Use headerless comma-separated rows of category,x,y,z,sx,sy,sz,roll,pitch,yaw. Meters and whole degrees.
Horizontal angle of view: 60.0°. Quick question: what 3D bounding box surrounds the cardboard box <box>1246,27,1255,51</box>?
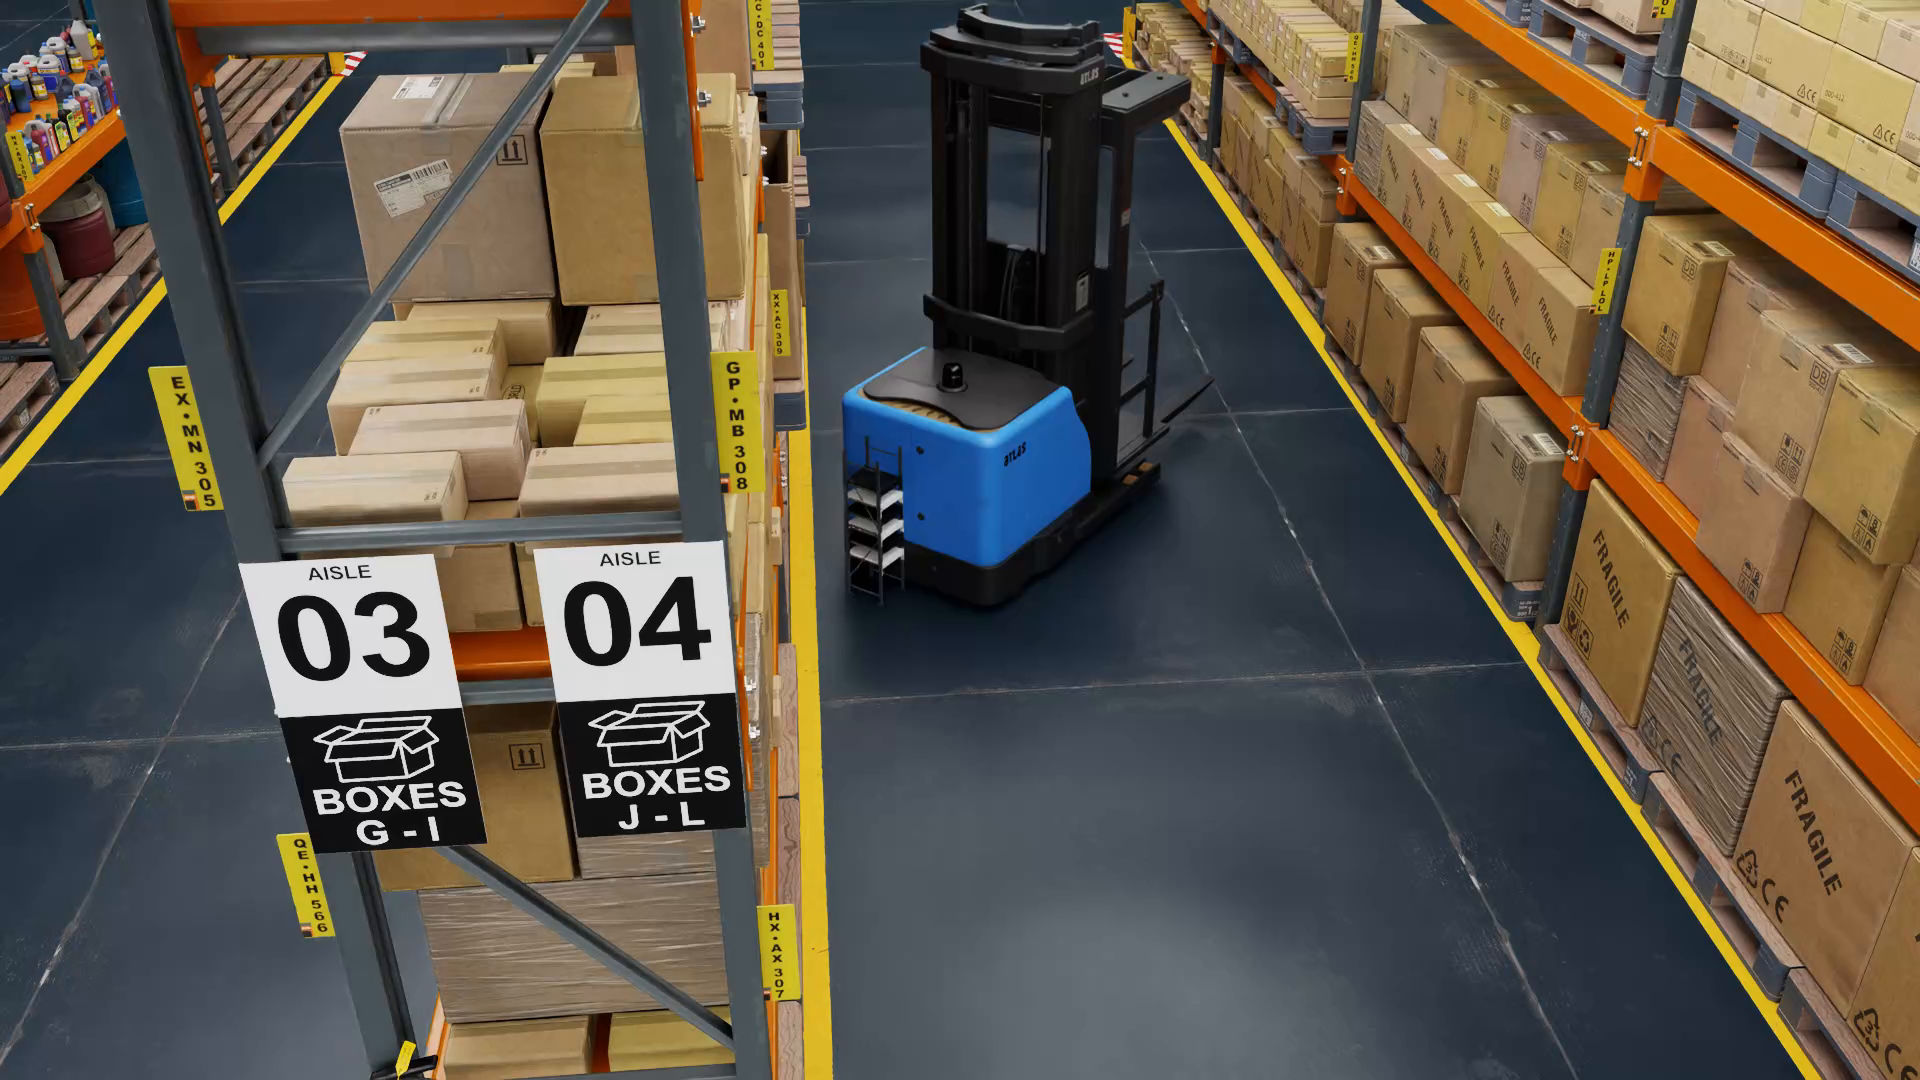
cardboard box,2.530,-4.047,13.437,0.380,0.149,0.250,-3,31,-5

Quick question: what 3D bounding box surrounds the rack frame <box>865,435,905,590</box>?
rack frame,-0.409,-0.141,9.110,0.240,0.900,0.006,19,36,29

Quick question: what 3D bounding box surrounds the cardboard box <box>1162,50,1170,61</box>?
cardboard box,2.359,-5.181,17.579,0.380,0.149,0.250,-4,31,-7

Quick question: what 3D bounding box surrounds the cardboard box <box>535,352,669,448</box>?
cardboard box,-0.873,-0.358,4.257,0.380,0.149,0.250,-3,31,-5

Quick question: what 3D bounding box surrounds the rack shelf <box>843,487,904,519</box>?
rack shelf,-0.466,-0.224,8.962,0.258,0.077,0.200,19,36,29

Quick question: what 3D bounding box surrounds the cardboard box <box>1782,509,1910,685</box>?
cardboard box,3.774,0.170,6.394,0.875,0.550,0.500,-3,31,-5

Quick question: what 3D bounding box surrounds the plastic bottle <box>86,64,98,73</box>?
plastic bottle,-6.704,-3.554,12.900,0.097,0.271,0.097,0,31,0

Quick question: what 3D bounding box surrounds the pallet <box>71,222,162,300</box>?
pallet,-6.908,-2.224,13.268,1.003,0.211,1.213,-3,31,-5

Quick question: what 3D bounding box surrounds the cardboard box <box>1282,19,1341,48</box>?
cardboard box,2.621,-3.777,12.404,0.380,0.149,0.250,-2,31,-3

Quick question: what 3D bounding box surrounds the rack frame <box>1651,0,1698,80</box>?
rack frame,3.571,-3.356,6.593,1.000,3.000,0.127,-3,31,-5

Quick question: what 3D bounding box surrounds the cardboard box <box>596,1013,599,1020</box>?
cardboard box,-1.258,1.293,4.906,0.380,0.149,0.250,-3,31,-5

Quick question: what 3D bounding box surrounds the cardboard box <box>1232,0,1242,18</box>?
cardboard box,2.478,-4.445,13.812,0.380,0.149,0.250,-4,31,-7

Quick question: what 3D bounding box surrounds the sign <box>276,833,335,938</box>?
sign,-1.557,0.832,3.996,0.100,0.325,0.005,-3,31,-5

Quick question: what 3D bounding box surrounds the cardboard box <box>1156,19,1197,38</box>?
cardboard box,2.308,-5.442,17.727,0.380,0.149,0.250,-4,31,-7

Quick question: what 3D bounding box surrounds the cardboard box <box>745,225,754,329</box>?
cardboard box,-0.941,-0.815,5.411,0.500,0.250,0.500,-2,31,-3

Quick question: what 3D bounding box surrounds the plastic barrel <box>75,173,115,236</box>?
plastic barrel,-6.992,-2.621,13.230,0.421,0.512,0.421,0,31,0

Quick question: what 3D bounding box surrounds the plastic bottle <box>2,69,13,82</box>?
plastic bottle,-7.300,-3.480,12.777,0.097,0.271,0.097,0,31,0

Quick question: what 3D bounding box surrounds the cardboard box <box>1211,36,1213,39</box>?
cardboard box,2.824,-5.194,17.311,0.380,0.149,0.250,-4,31,-6

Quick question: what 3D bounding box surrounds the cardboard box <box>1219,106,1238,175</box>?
cardboard box,2.629,-3.582,14.850,0.500,0.500,0.500,-2,31,-3

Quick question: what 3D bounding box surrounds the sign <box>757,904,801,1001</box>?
sign,-0.463,1.050,4.223,0.100,0.325,0.005,-3,31,-5

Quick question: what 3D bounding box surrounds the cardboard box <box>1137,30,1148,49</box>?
cardboard box,2.180,-5.580,18.538,0.380,0.149,0.250,-2,31,-4

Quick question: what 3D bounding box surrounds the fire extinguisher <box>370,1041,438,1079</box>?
fire extinguisher,-1.451,1.562,4.286,0.296,0.674,0.183,-3,31,-5

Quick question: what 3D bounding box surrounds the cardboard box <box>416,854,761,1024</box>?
cardboard box,-1.027,0.995,4.771,0.875,0.500,0.500,-3,31,-5

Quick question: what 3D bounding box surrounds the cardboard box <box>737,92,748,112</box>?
cardboard box,-1.059,-1.837,6.733,0.380,0.149,0.250,-2,31,-3

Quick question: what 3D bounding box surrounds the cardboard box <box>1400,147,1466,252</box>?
cardboard box,3.067,-2.106,10.254,0.500,0.500,0.500,-3,31,-5

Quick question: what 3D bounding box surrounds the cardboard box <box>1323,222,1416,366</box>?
cardboard box,3.165,-1.722,11.492,1.050,0.750,0.750,-3,31,-5

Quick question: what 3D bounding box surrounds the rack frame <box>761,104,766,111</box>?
rack frame,-1.750,-2.636,11.239,1.000,3.000,0.127,-3,31,-5

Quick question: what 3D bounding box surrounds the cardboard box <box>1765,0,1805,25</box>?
cardboard box,3.315,-2.064,6.316,0.380,0.149,0.250,-3,31,-5

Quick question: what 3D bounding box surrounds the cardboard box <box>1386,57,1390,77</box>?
cardboard box,3.325,-3.417,12.092,0.380,0.149,0.250,-1,31,-2

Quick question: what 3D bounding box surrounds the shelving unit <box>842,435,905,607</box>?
shelving unit,-0.466,-0.098,9.037,0.258,0.900,0.210,19,36,29

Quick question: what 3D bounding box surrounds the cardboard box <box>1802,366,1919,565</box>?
cardboard box,3.709,-0.290,6.112,0.875,0.550,0.500,-3,31,-5

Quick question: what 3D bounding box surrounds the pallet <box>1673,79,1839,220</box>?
pallet,3.637,-1.612,6.685,1.003,0.211,1.213,-3,31,-5

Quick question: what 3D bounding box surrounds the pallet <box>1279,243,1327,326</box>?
pallet,3.126,-2.024,12.934,1.003,0.211,1.213,-3,31,-5

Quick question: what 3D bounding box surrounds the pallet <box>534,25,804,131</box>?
pallet,-1.328,-2.122,7.635,1.213,0.211,1.003,-3,31,-5

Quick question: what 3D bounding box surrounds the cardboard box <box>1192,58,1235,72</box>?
cardboard box,2.491,-4.637,16.379,0.380,0.149,0.250,-2,31,-3

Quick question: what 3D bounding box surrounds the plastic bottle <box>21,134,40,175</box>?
plastic bottle,-6.384,-2.641,11.372,0.097,0.271,0.097,0,31,0

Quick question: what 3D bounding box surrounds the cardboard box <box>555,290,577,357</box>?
cardboard box,-1.390,-0.526,4.927,0.500,0.250,0.500,-2,31,-3

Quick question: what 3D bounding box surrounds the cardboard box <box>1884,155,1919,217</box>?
cardboard box,3.409,-1.205,5.655,0.380,0.149,0.250,-2,31,-4

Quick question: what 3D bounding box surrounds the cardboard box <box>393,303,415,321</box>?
cardboard box,-1.454,-0.738,4.893,0.380,0.149,0.250,-4,31,-7

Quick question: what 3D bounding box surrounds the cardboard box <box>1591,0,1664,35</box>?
cardboard box,3.346,-2.580,7.858,0.500,0.250,0.500,-2,31,-4

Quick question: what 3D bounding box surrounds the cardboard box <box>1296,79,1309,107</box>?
cardboard box,2.672,-3.252,12.104,0.380,0.149,0.250,-3,31,-5

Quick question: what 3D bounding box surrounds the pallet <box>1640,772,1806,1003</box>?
pallet,3.681,1.433,7.145,1.003,0.211,1.213,-3,31,-5

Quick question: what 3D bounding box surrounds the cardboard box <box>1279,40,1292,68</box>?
cardboard box,2.621,-3.651,12.483,0.380,0.149,0.250,-3,31,-4

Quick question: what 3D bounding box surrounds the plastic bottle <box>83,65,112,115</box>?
plastic bottle,-6.541,-3.404,12.573,0.144,0.351,0.185,-3,31,-5

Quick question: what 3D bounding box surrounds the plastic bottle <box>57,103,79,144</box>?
plastic bottle,-6.432,-3.010,11.978,0.061,0.283,0.133,-3,31,-5

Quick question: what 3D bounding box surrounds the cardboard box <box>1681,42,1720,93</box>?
cardboard box,3.266,-1.981,6.955,0.380,0.149,0.250,-3,31,-5

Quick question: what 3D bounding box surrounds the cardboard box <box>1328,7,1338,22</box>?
cardboard box,3.184,-4.198,13.399,0.380,0.149,0.250,-3,31,-4

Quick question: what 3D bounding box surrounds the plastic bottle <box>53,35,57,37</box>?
plastic bottle,-7.395,-4.003,13.652,0.097,0.271,0.097,0,31,0

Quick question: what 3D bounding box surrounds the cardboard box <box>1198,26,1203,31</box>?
cardboard box,2.754,-5.599,18.280,0.380,0.149,0.250,-3,31,-6

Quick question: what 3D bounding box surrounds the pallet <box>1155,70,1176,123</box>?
pallet,2.608,-4.633,17.301,1.003,0.211,1.213,-3,31,-5

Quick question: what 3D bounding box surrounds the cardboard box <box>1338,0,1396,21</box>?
cardboard box,3.203,-4.194,13.102,0.380,0.149,0.250,-3,31,-5

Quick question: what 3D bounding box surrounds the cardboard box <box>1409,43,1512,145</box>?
cardboard box,3.278,-2.807,10.452,0.700,0.500,0.500,-3,31,-5

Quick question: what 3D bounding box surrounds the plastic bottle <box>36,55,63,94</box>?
plastic bottle,-7.154,-3.668,13.087,0.152,0.276,0.135,-3,31,-5

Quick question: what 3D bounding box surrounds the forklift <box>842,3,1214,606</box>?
forklift,0.583,-1.613,9.593,1.130,2.935,3.031,19,36,29

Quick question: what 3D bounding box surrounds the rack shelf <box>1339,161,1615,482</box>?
rack shelf,3.384,-1.492,10.026,1.077,0.370,4.000,-3,31,-5

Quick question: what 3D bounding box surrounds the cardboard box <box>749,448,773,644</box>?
cardboard box,-0.871,0.043,5.390,0.500,0.500,0.500,-3,31,-5

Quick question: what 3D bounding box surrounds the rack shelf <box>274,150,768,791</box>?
rack shelf,-1.190,-0.552,5.526,1.077,0.370,4.000,-3,31,-5

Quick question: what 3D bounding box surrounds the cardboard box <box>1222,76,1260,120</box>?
cardboard box,2.630,-3.904,14.658,0.500,0.250,0.500,-4,31,-7

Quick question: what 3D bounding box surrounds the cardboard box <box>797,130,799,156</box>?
cardboard box,-1.960,-3.165,13.786,1.225,0.875,0.875,-4,31,-6
